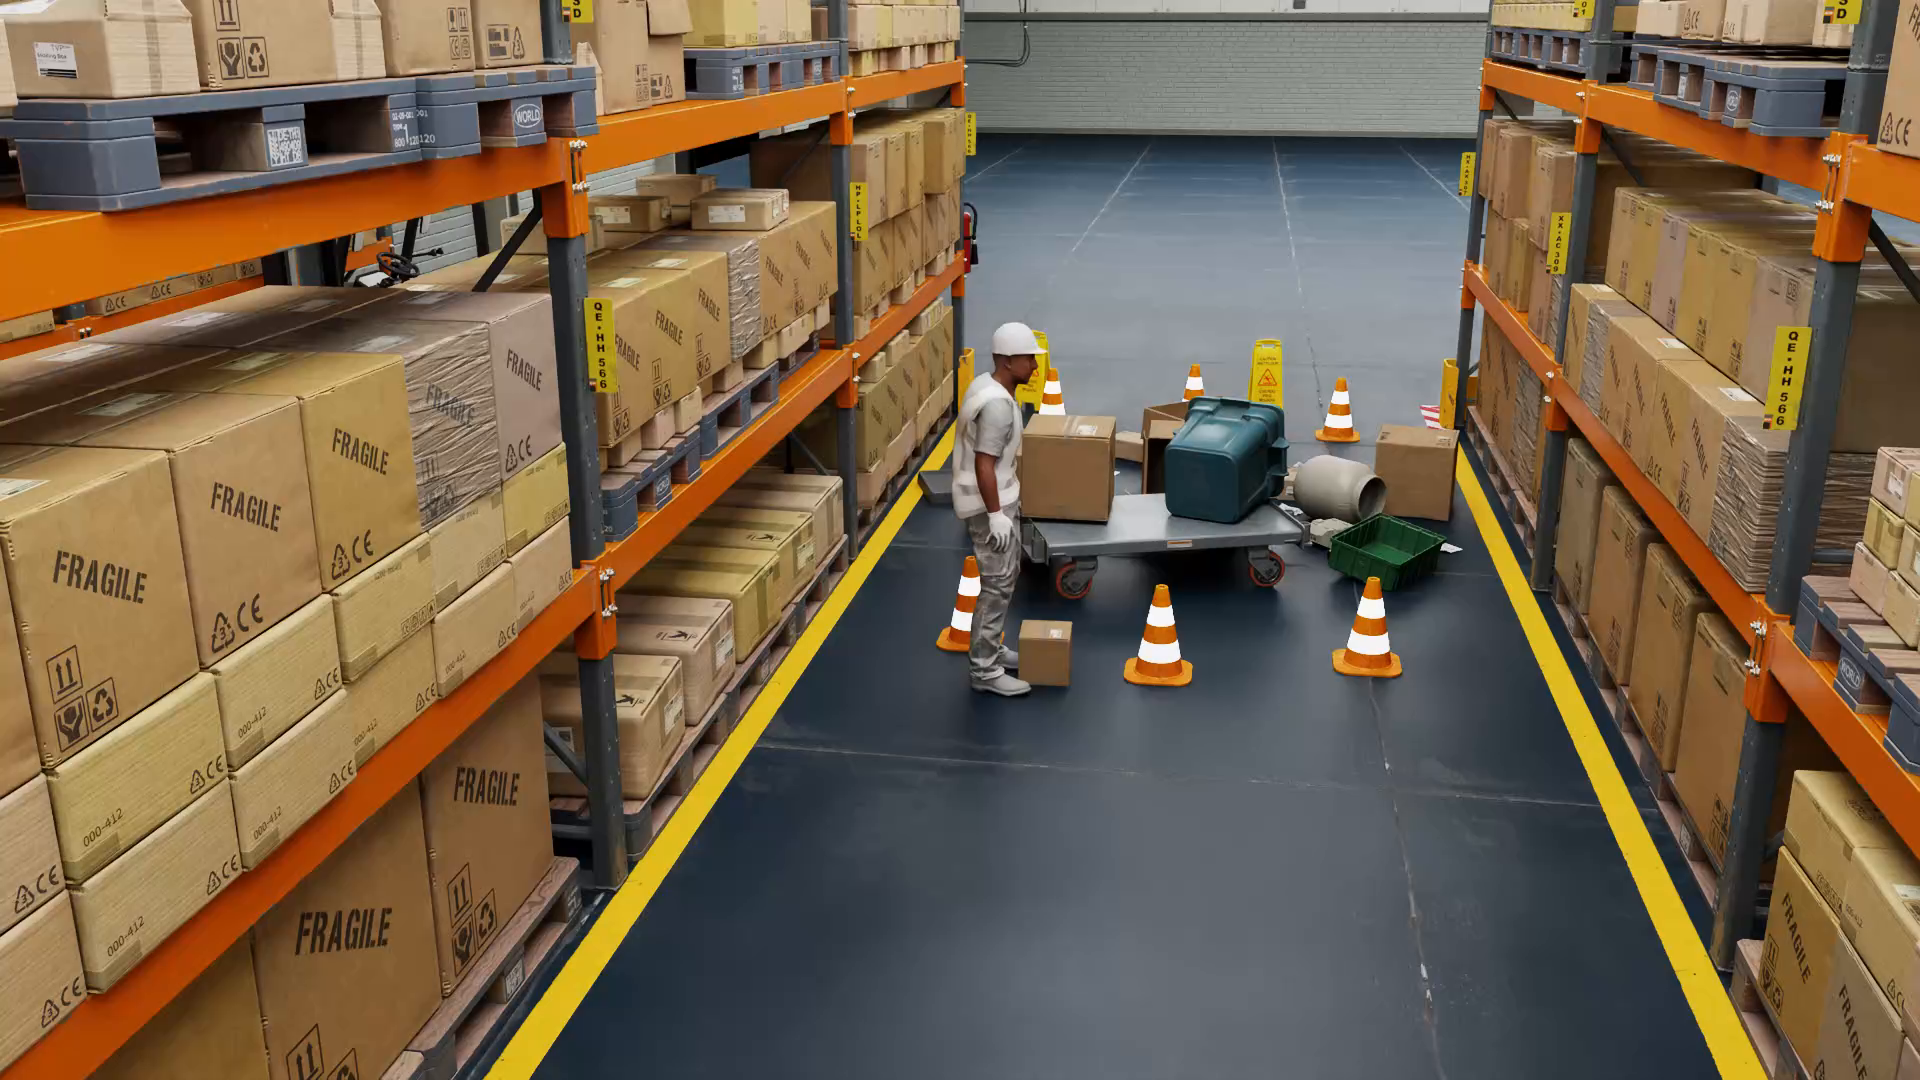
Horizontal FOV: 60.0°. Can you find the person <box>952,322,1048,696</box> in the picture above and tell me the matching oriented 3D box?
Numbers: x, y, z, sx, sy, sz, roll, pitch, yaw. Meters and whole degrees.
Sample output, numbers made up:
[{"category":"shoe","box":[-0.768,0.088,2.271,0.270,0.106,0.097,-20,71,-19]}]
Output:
[{"category":"person","box":[0.187,-0.166,8.058,0.450,1.771,0.619,1,18,5]}]
